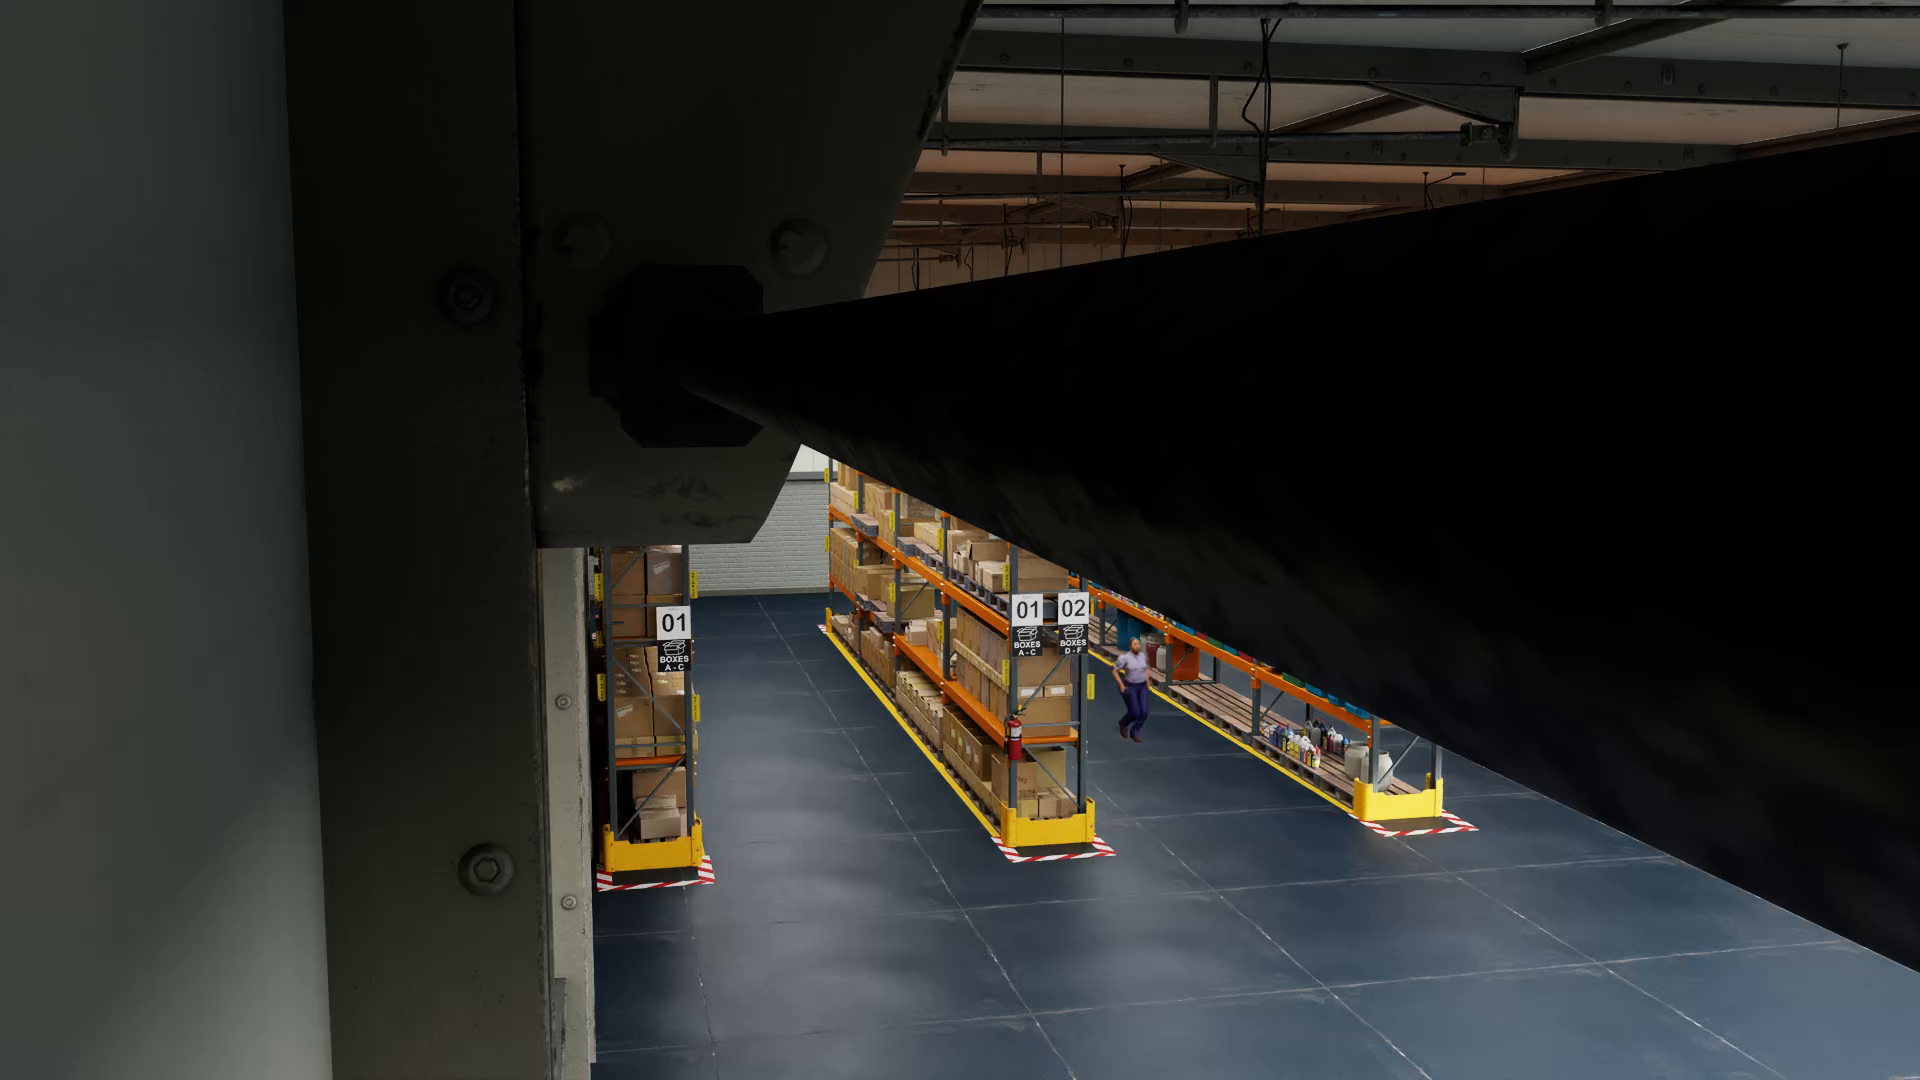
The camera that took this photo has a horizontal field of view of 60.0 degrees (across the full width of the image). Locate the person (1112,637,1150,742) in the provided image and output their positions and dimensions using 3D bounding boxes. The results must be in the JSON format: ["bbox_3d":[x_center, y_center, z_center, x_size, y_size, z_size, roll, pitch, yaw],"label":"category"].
[{"bbox_3d":[2.645,2.281,25.278,0.600,1.572,0.509,-3,7,-23],"label":"person"}]
